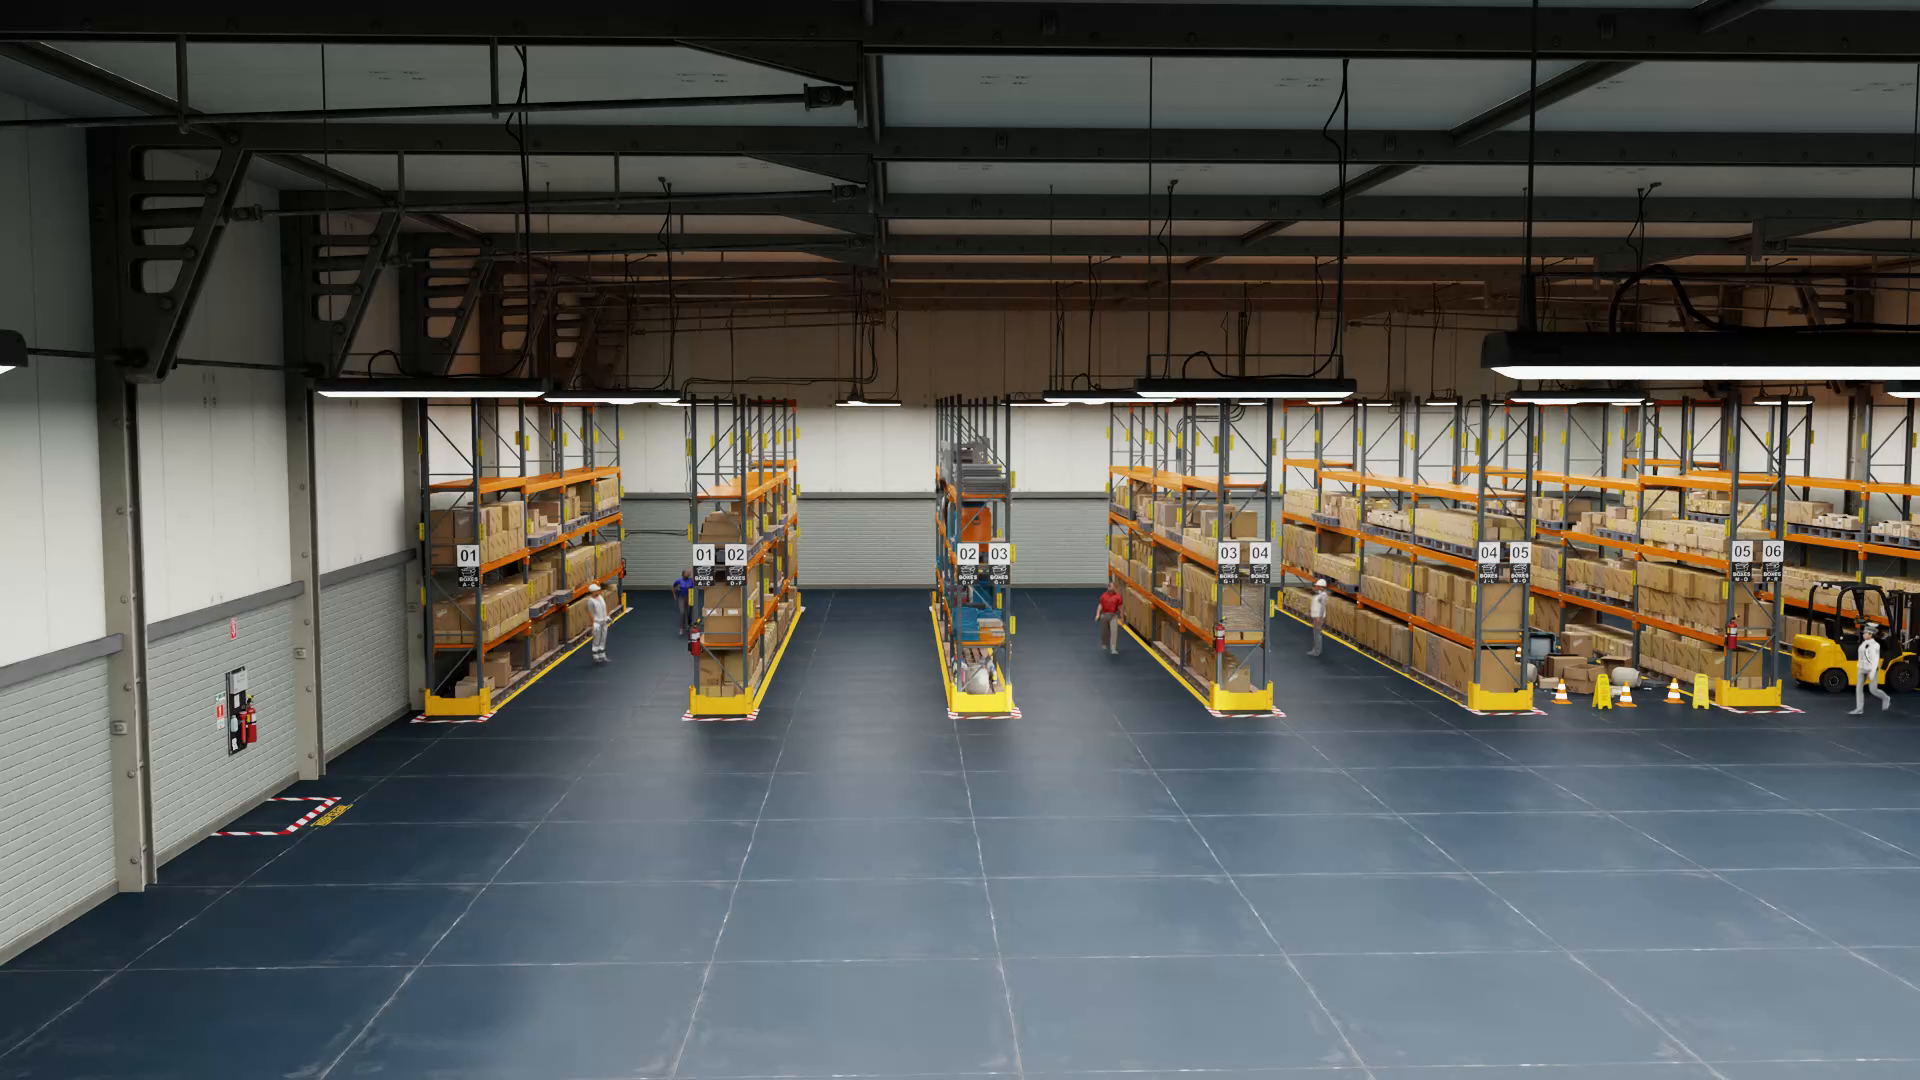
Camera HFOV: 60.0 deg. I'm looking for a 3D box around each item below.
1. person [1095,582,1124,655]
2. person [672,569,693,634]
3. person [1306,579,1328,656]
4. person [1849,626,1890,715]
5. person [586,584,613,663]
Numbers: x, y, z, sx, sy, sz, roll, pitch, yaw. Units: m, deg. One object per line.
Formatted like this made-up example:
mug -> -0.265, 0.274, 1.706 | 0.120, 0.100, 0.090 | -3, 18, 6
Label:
person -> 3.509, 1.823, 38.951 | 0.681, 1.674, 1.032 | 0, 4, 2
person -> -7.042, 1.543, 42.408 | 0.627, 1.609, 1.028 | 0, 4, -2
person -> 8.308, 1.801, 38.673 | 0.476, 1.781, 0.544 | 1, 5, 9
person -> 17.049, 2.431, 31.115 | 0.689, 1.664, 0.460 | -2, 5, -26
person -> -8.139, 1.887, 37.654 | 0.436, 1.806, 0.679 | 3, 5, 30
